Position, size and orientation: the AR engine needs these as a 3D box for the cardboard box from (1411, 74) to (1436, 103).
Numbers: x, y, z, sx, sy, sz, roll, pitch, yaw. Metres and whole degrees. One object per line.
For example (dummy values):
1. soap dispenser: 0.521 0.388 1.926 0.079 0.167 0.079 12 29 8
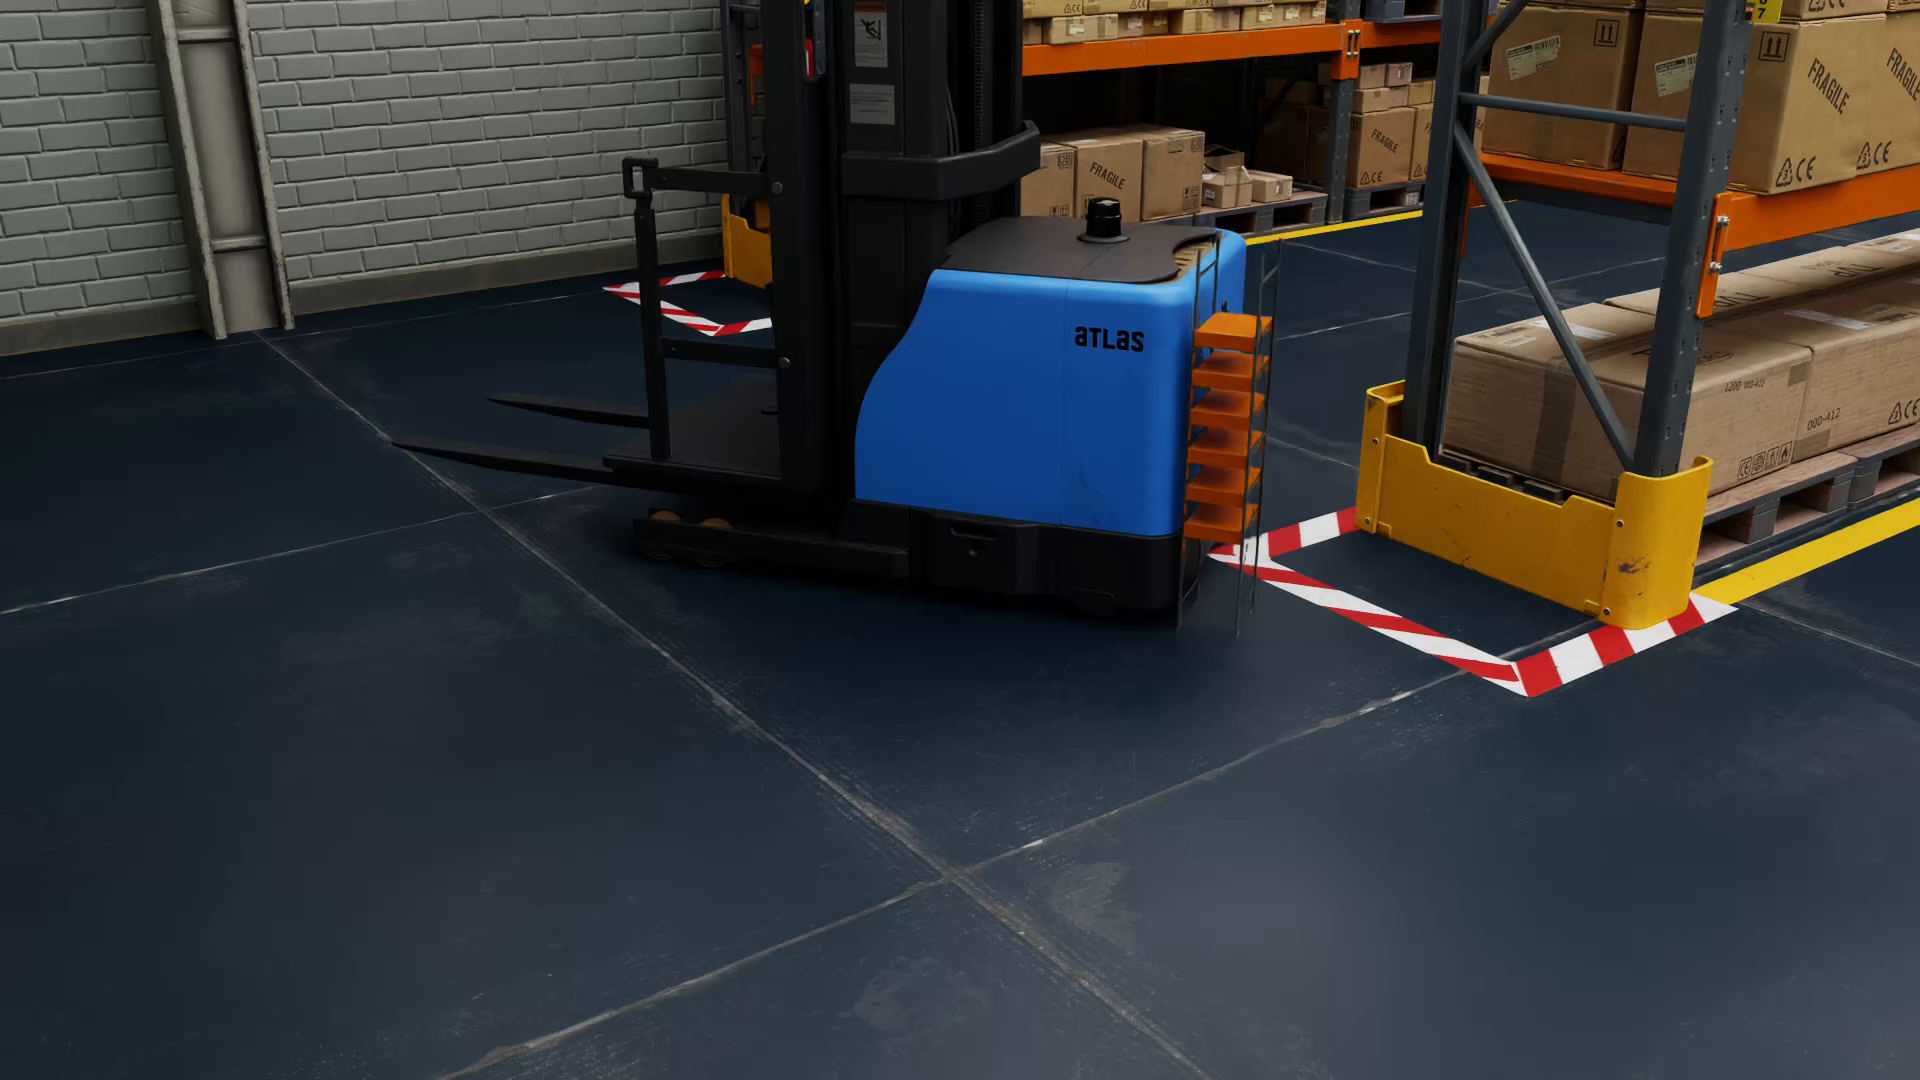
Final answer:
1. cardboard box: 3.293 -3.216 11.841 0.250 0.149 0.380 -15 26 -34

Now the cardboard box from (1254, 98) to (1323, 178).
1. cardboard box: 2.477 -2.907 11.941 0.500 0.500 0.500 -15 26 -33

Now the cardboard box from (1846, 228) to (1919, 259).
1. cardboard box: 4.581 -1.087 7.463 0.875 0.438 0.875 -15 26 -34

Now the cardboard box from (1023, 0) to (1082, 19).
1. cardboard box: 0.348 -3.118 9.463 0.500 0.250 0.500 -16 26 -34

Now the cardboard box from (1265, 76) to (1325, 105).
1. cardboard box: 2.381 -3.180 11.748 0.250 0.149 0.380 -16 27 -35

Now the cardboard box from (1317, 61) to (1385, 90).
1. cardboard box: 2.662 -3.167 11.316 0.250 0.149 0.380 -15 26 -34

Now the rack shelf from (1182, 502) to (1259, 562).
1. rack shelf: 0.809 -0.039 5.137 0.180 0.103 0.258 9 24 21

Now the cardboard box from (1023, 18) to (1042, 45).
1. cardboard box: 0.257 -2.916 9.495 0.250 0.149 0.380 -14 26 -32

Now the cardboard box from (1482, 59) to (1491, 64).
1. cardboard box: 4.048 -3.631 12.878 0.250 0.149 0.380 -16 27 -34

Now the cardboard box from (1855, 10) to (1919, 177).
1. cardboard box: 2.858 -1.501 5.477 0.500 0.500 0.500 -15 26 -34

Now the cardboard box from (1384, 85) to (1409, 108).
1. cardboard box: 2.877 -3.094 11.534 0.250 0.149 0.380 -16 27 -34

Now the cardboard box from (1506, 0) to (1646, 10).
1. cardboard box: 2.158 -2.006 5.393 0.500 0.500 0.500 -14 26 -31

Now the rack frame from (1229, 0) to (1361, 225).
1. rack frame: 2.251 -3.678 11.066 0.127 3.000 1.000 -15 26 -33

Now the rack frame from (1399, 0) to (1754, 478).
1. rack frame: 1.906 -1.320 5.156 0.127 3.000 1.000 -15 26 -33

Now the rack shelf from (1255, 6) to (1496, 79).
1. rack shelf: 3.874 -3.777 12.284 4.000 0.370 1.077 -15 26 -33

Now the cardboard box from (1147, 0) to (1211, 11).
1. cardboard box: 1.170 -3.346 10.035 0.500 0.250 0.500 -15 26 -33

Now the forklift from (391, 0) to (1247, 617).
1. forklift: -0.590 -1.441 5.553 3.031 2.935 1.130 8 23 19

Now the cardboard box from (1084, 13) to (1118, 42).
1. cardboard box: 0.708 -3.011 9.734 0.250 0.149 0.380 -14 26 -32

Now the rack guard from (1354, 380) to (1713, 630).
1. rack guard: 1.886 -0.153 5.606 0.348 0.500 1.175 -15 26 -33

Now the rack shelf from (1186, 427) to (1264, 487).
1. rack shelf: 0.809 -0.261 5.045 0.180 0.103 0.258 9 24 21

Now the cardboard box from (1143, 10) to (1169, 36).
1. cardboard box: 1.050 -3.155 10.095 0.250 0.149 0.380 -14 26 -32

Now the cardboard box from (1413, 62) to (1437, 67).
1. cardboard box: 3.630 -3.518 12.597 0.250 0.149 0.380 -16 27 -35

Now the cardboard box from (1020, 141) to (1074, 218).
1. cardboard box: 0.272 -2.123 9.977 0.500 0.500 0.700 -14 26 -31

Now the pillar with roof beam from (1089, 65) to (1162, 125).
1. pillar with roof beam: 3.674 -5.290 7.010 0.400 9.000 9.100 -15 26 -33

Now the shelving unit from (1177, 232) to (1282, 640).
1. shelving unit: 0.809 -0.302 5.028 0.189 1.200 0.258 9 24 21

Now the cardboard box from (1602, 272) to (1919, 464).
1. cardboard box: 3.121 -0.698 6.489 0.875 0.438 0.875 -14 26 -31

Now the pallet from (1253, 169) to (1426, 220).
1. pallet: 2.889 -2.570 12.053 1.213 0.211 1.003 -15 26 -33

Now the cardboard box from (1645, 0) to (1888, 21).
1. cardboard box: 2.462 -1.849 4.998 0.500 0.500 0.500 -16 27 -34

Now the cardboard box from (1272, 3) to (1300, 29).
1. cardboard box: 1.941 -3.353 10.592 0.250 0.149 0.380 -14 26 -31

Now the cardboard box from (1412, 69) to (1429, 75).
1. cardboard box: 3.231 -3.400 12.301 0.250 0.149 0.380 -14 26 -31

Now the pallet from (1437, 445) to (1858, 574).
1. pallet: 2.509 -0.221 6.166 1.213 0.211 1.003 -15 26 -33

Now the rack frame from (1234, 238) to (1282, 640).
1. rack frame: 0.894 -0.288 4.995 0.006 1.200 0.240 9 24 21

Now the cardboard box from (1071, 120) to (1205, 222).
1. cardboard box: 1.115 -2.348 10.540 0.500 0.500 0.700 -16 27 -35

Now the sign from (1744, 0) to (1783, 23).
1. sign: 2.225 -1.590 4.559 0.005 0.325 0.100 -15 26 -33

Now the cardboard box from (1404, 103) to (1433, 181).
1. cardboard box: 3.202 -2.867 11.841 0.500 0.500 0.500 -15 26 -34

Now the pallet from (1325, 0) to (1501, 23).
1. pallet: 2.963 -3.729 11.453 1.213 0.211 1.003 -15 26 -33

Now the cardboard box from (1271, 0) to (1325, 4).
1. cardboard box: 1.980 -3.563 10.579 0.500 0.250 0.500 -14 26 -32

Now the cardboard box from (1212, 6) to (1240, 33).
1. cardboard box: 1.515 -3.241 10.311 0.250 0.149 0.380 -14 26 -31

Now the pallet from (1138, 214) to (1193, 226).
1. pallet: 0.702 -1.969 10.546 1.213 0.211 1.003 -15 26 -33

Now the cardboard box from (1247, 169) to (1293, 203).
1. cardboard box: 1.970 -2.340 10.993 0.250 0.149 0.380 -16 27 -34

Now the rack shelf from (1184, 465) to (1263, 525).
1. rack shelf: 0.809 -0.150 5.091 0.180 0.103 0.258 9 24 21

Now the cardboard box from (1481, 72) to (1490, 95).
1. cardboard box: 3.721 -3.312 12.081 0.250 0.149 0.380 -14 26 -31
